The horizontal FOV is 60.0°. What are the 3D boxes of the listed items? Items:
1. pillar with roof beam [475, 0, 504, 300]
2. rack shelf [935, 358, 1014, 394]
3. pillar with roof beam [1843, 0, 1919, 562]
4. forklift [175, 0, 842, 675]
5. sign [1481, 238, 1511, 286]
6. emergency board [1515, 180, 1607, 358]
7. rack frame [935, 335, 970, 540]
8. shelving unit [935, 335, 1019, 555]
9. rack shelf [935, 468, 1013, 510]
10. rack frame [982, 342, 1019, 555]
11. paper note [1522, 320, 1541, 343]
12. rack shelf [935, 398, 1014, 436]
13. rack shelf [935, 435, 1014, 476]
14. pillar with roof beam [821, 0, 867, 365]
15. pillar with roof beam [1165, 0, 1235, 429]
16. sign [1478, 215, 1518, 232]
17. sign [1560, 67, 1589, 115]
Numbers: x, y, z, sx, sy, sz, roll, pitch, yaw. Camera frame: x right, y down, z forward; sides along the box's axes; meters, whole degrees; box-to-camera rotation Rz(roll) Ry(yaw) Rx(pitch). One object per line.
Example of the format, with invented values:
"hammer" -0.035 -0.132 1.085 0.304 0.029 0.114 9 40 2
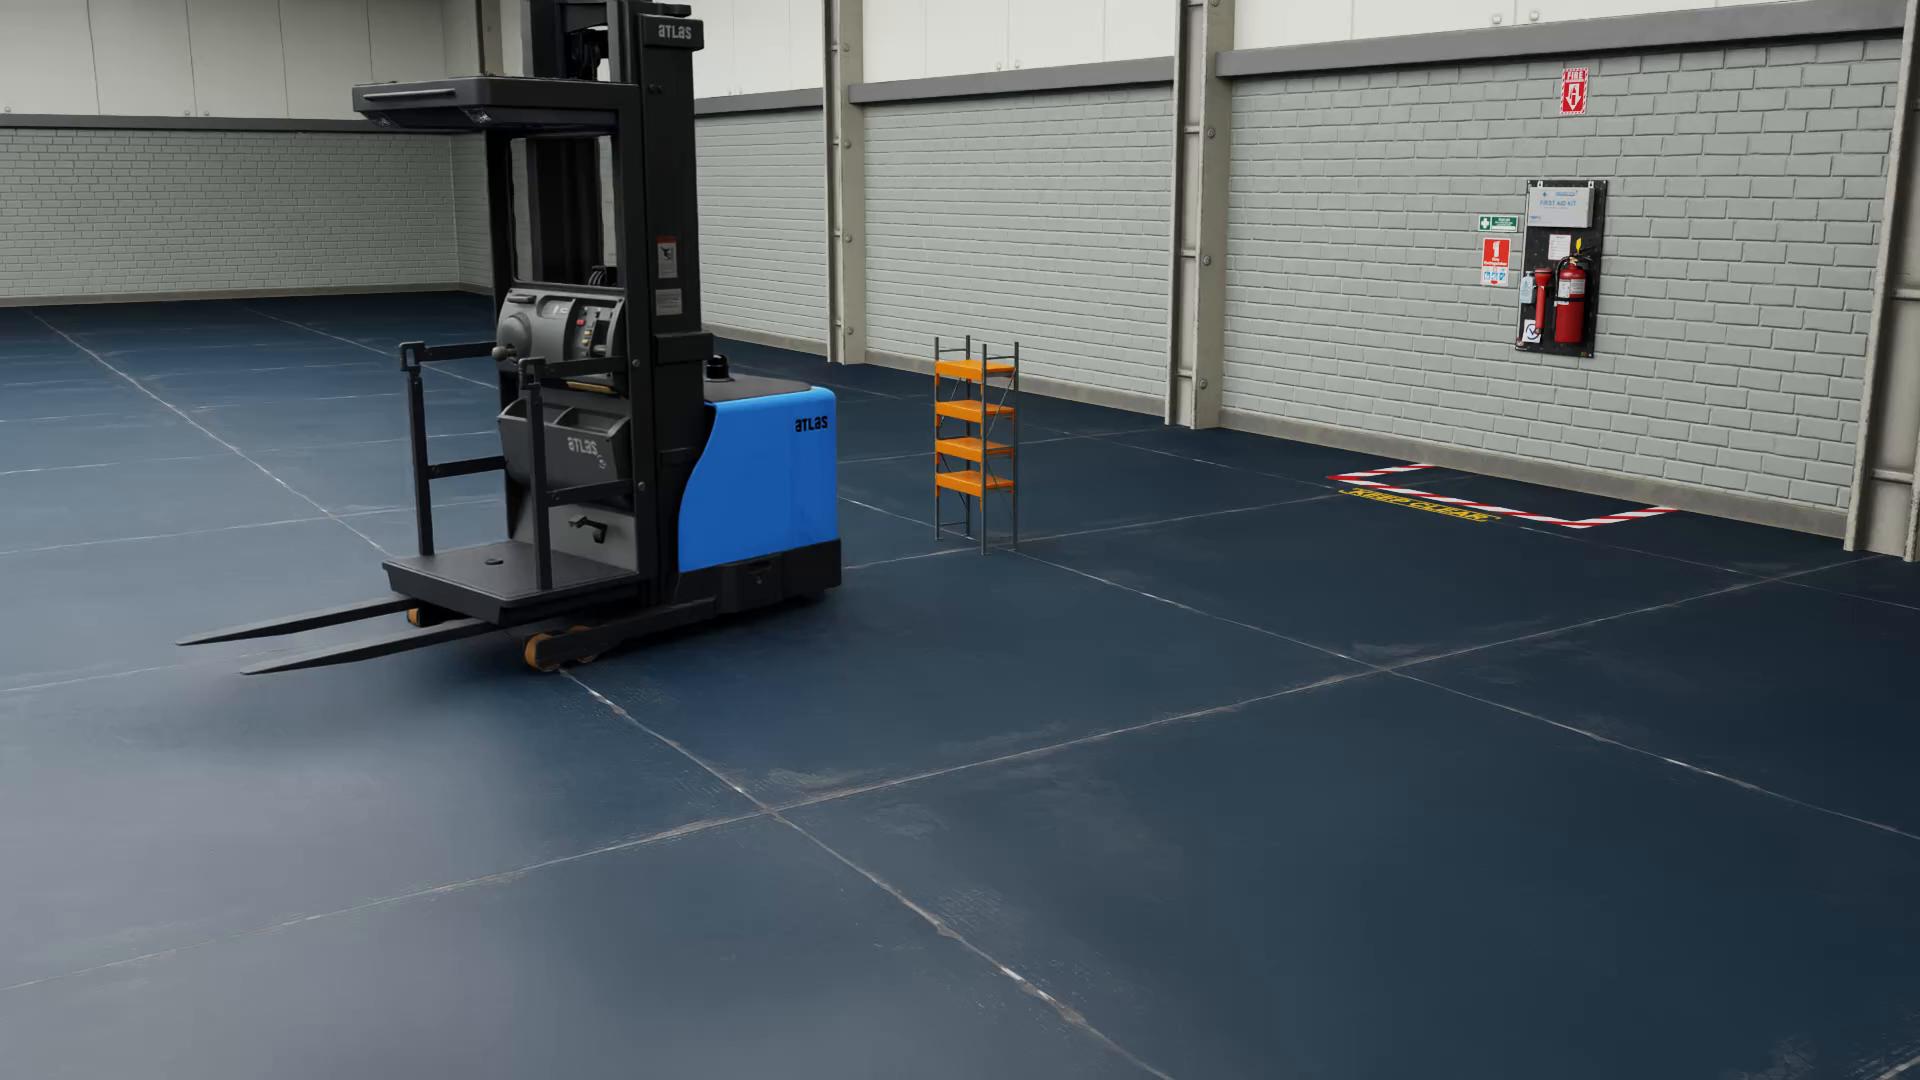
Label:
"pillar with roof beam" -11.540 -8.083 25.762 9.100 9.000 0.400 -8 15 -33
"rack shelf" 0.092 -0.941 9.515 0.258 0.148 0.480 -8 15 -33
"pillar with roof beam" 1.757 -3.815 6.243 9.100 9.000 0.400 -8 15 -33
"forklift" -1.979 -0.980 7.482 1.130 2.935 3.031 11 17 42
"sign" 3.783 -1.966 11.746 0.001 0.329 0.234 -8 15 -33
"emergency board" 4.004 -1.838 11.245 0.194 1.169 0.643 -8 15 -33
"rack frame" -0.043 -0.600 9.797 0.240 1.200 0.015 -8 15 -33
"shelving unit" 0.092 -0.557 9.599 0.258 1.200 0.503 -8 15 -33
"rack shelf" 0.092 -0.297 9.656 0.258 0.148 0.480 -8 15 -33
"rack frame" 0.227 -0.513 9.401 0.240 1.200 0.015 -8 15 -33
"paper note" 3.963 -1.447 11.520 0.016 0.148 0.142 -8 15 -33
"rack shelf" 0.092 -0.710 9.566 0.258 0.148 0.480 -8 15 -33
"rack shelf" 0.092 -0.491 9.613 0.258 0.148 0.480 -8 15 -33
"pillar with roof beam" -4.891 -5.949 16.002 9.100 9.000 0.400 -8 15 -33
"pillar with roof beam" -1.567 -4.882 11.123 9.100 9.000 0.400 -8 15 -33
"sign" 3.778 -2.223 11.681 0.001 0.109 0.331 -8 15 -33
"sign" 4.082 -2.984 11.057 0.001 0.298 0.199 -8 15 -33
